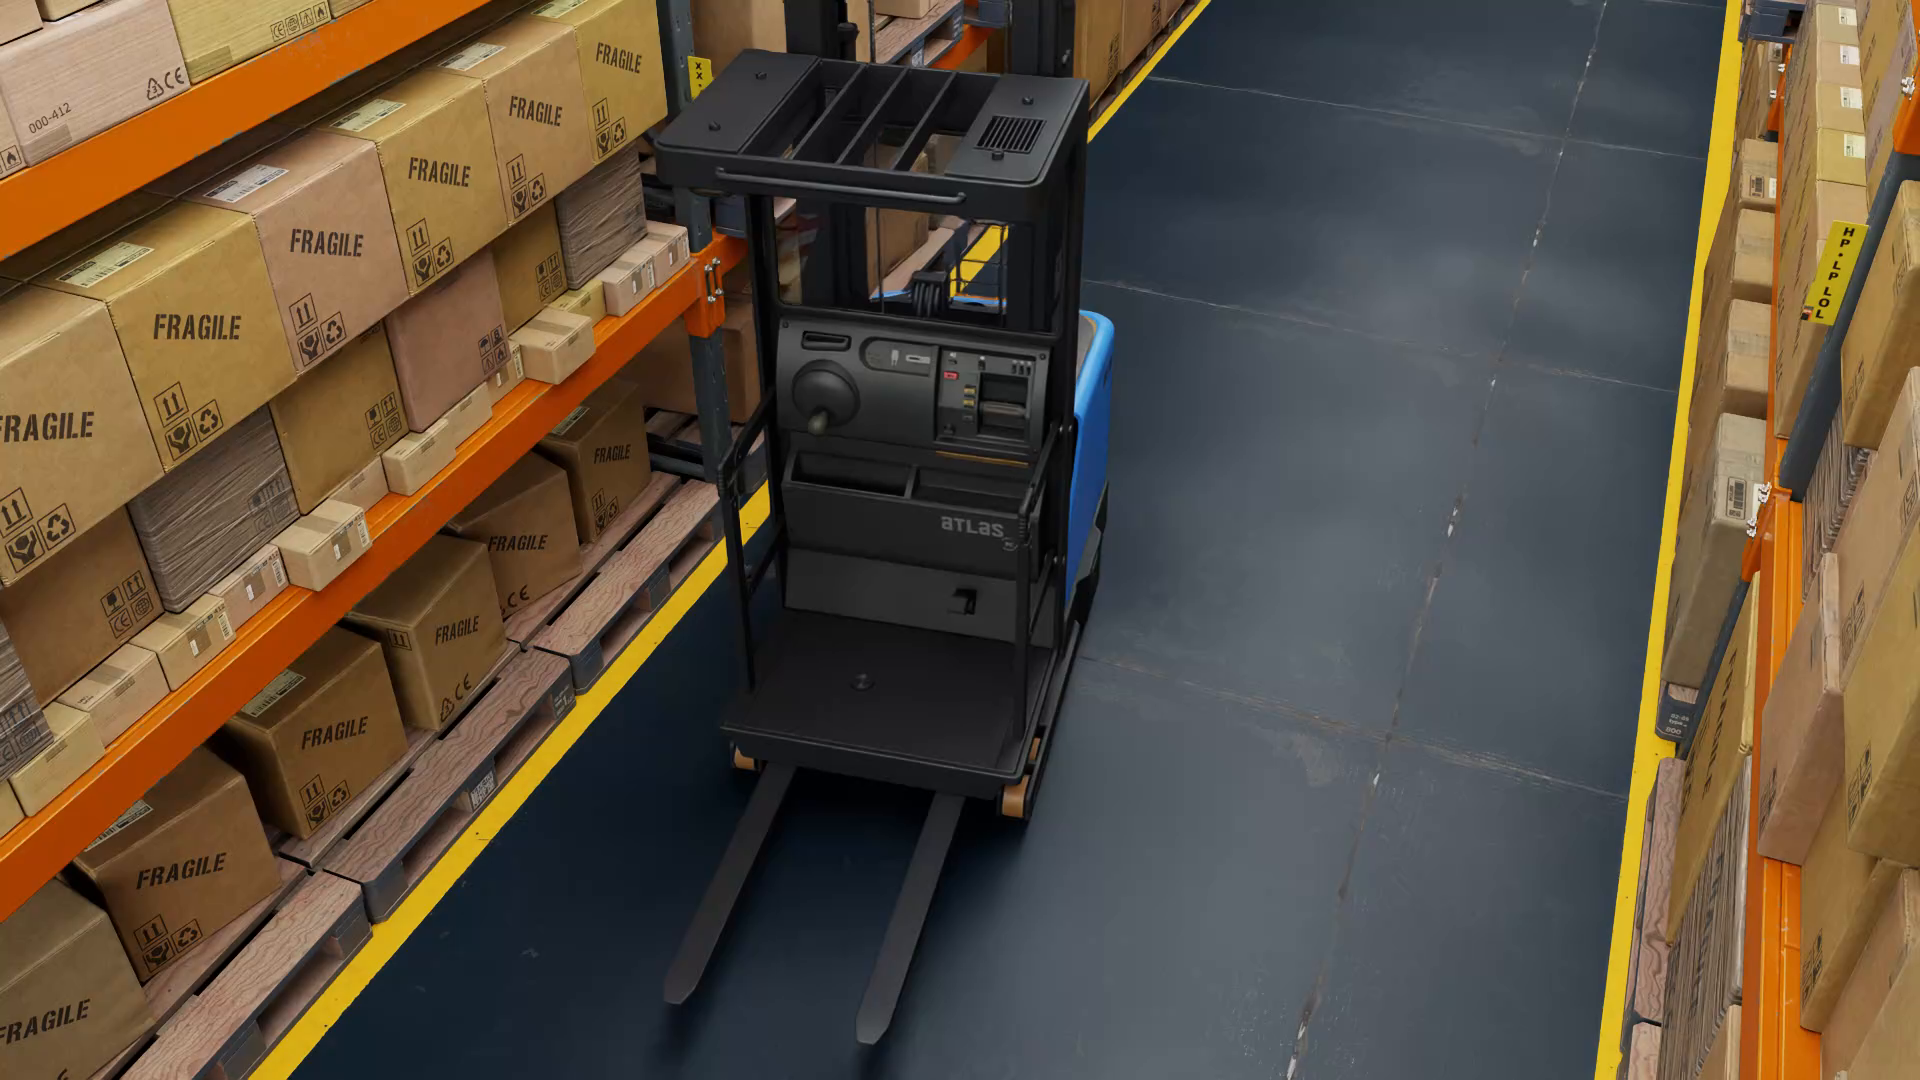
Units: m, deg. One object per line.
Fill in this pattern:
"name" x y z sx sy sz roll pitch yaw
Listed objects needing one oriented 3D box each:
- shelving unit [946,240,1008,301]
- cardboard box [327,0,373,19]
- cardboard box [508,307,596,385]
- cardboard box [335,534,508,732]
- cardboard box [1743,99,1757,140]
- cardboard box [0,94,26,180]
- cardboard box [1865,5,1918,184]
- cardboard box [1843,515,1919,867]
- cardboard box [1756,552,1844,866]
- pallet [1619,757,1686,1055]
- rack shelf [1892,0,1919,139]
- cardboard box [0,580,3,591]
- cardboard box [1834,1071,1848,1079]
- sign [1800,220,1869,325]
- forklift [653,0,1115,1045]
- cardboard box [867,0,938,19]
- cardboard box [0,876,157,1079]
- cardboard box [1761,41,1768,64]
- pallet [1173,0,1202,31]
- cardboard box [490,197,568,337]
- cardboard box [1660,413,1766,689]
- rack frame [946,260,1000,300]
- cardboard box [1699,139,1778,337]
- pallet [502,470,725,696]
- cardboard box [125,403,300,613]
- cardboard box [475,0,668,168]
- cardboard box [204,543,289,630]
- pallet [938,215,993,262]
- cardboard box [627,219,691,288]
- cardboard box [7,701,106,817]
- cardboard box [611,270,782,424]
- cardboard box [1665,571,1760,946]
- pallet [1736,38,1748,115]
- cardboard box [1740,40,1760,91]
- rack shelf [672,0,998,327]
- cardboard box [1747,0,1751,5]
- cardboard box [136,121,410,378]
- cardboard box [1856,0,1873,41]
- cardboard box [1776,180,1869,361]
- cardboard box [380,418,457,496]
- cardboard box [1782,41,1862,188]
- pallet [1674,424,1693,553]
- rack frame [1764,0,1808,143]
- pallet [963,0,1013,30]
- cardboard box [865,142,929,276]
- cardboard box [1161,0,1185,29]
"shelving unit" 0.081 -0.696 7.179 0.258 1.200 0.189 8 38 11
"cardboard box" -1.799 -1.678 4.609 0.500 0.250 0.500 14 39 17
"cardboard box" -1.527 -0.707 5.900 0.380 0.149 0.250 14 39 18
"cardboard box" -2.034 0.308 6.070 0.500 0.500 0.500 11 38 14
"cardboard box" 4.810 -2.325 9.592 0.500 0.500 0.500 15 39 20
"cardboard box" -2.379 -0.840 3.488 0.500 0.250 0.500 13 39 17
"cardboard box" 3.648 -1.514 5.852 0.700 0.500 0.500 14 39 18
"cardboard box" 2.278 0.365 3.229 0.875 0.550 0.500 14 39 18
"cardboard box" 2.447 0.496 3.955 0.875 0.550 0.550 14 39 18
"pallet" 2.717 1.288 5.351 1.003 0.211 1.213 14 39 18
"rack shelf" 3.840 -2.253 5.854 1.077 0.370 4.000 14 39 18
"cardboard box" -2.531 -0.006 3.585 0.500 0.500 0.500 14 39 18
"cardboard box" 1.845 1.397 2.750 0.875 0.550 0.550 14 39 18
"sign" 2.573 -0.783 4.891 0.100 0.325 0.005 14 39 18
"forklift" -0.213 -0.439 5.389 1.130 2.935 3.031 8 38 11
"cardboard box" -0.333 -2.762 8.202 0.396 0.266 0.258 13 39 16
"cardboard box" -2.739 1.288 4.759 0.500 0.500 0.500 21 42 26
"cardboard box" 5.008 -2.913 9.752 0.500 0.250 0.500 15 39 19
"pallet" 1.350 -4.286 12.808 1.003 0.211 1.213 14 39 18
"cardboard box" -1.921 -1.074 5.849 0.875 0.500 0.500 14 39 18
"cardboard box" 3.232 0.136 6.090 1.050 0.750 0.750 14 39 18
"rack frame" 0.059 -0.643 7.108 0.240 1.200 0.006 8 38 11
"cardboard box" 4.286 -1.397 8.143 1.050 0.750 0.750 13 39 17
"pallet" -1.693 0.079 6.969 1.003 0.211 1.213 14 39 18
"cardboard box" -2.448 -0.232 4.723 0.875 0.500 0.500 14 39 18
"cardboard box" -1.387 -1.666 5.806 0.500 0.500 0.500 14 39 18
"cardboard box" -2.193 0.100 4.821 0.380 0.149 0.250 14 39 18
"pallet" -0.247 -2.084 9.861 1.003 0.211 1.213 14 39 18
"cardboard box" -1.280 -1.132 6.468 0.380 0.149 0.250 14 39 18
"cardboard box" -2.441 0.525 4.253 0.380 0.149 0.250 14 39 18
"cardboard box" -1.216 -0.928 7.707 0.700 0.500 0.500 11 38 14
"cardboard box" 2.775 0.783 5.121 0.875 0.875 0.875 14 39 18
"pallet" 5.828 -3.113 11.239 1.003 0.211 1.213 14 39 18
"cardboard box" 5.396 -3.187 10.745 0.500 0.500 0.500 16 40 20
"rack shelf" -0.709 -2.237 8.339 1.077 0.370 4.000 14 39 18
"cardboard box" 5.957 -3.983 12.103 0.380 0.149 0.250 14 39 18
"cardboard box" -1.960 -0.836 4.696 0.500 0.500 0.500 14 39 18
"cardboard box" 4.229 -2.361 6.985 0.700 0.500 0.500 13 39 17
"cardboard box" 3.222 -0.902 5.868 0.500 0.500 0.500 13 39 17
"cardboard box" -1.864 -0.304 5.362 0.380 0.149 0.250 14 39 18
"cardboard box" 3.797 -1.739 6.987 0.500 0.500 0.500 14 39 18
"pallet" 3.765 -0.238 7.392 1.003 0.211 1.213 14 39 18
"rack frame" 4.601 -2.447 8.018 1.000 3.000 0.127 14 39 18
"pallet" -0.121 -3.137 9.102 1.213 0.211 1.003 14 39 18
"cardboard box" -0.593 -1.807 8.882 0.700 0.500 0.500 17 40 21
"cardboard box" 1.010 -4.311 11.936 1.225 0.875 0.875 13 39 16
